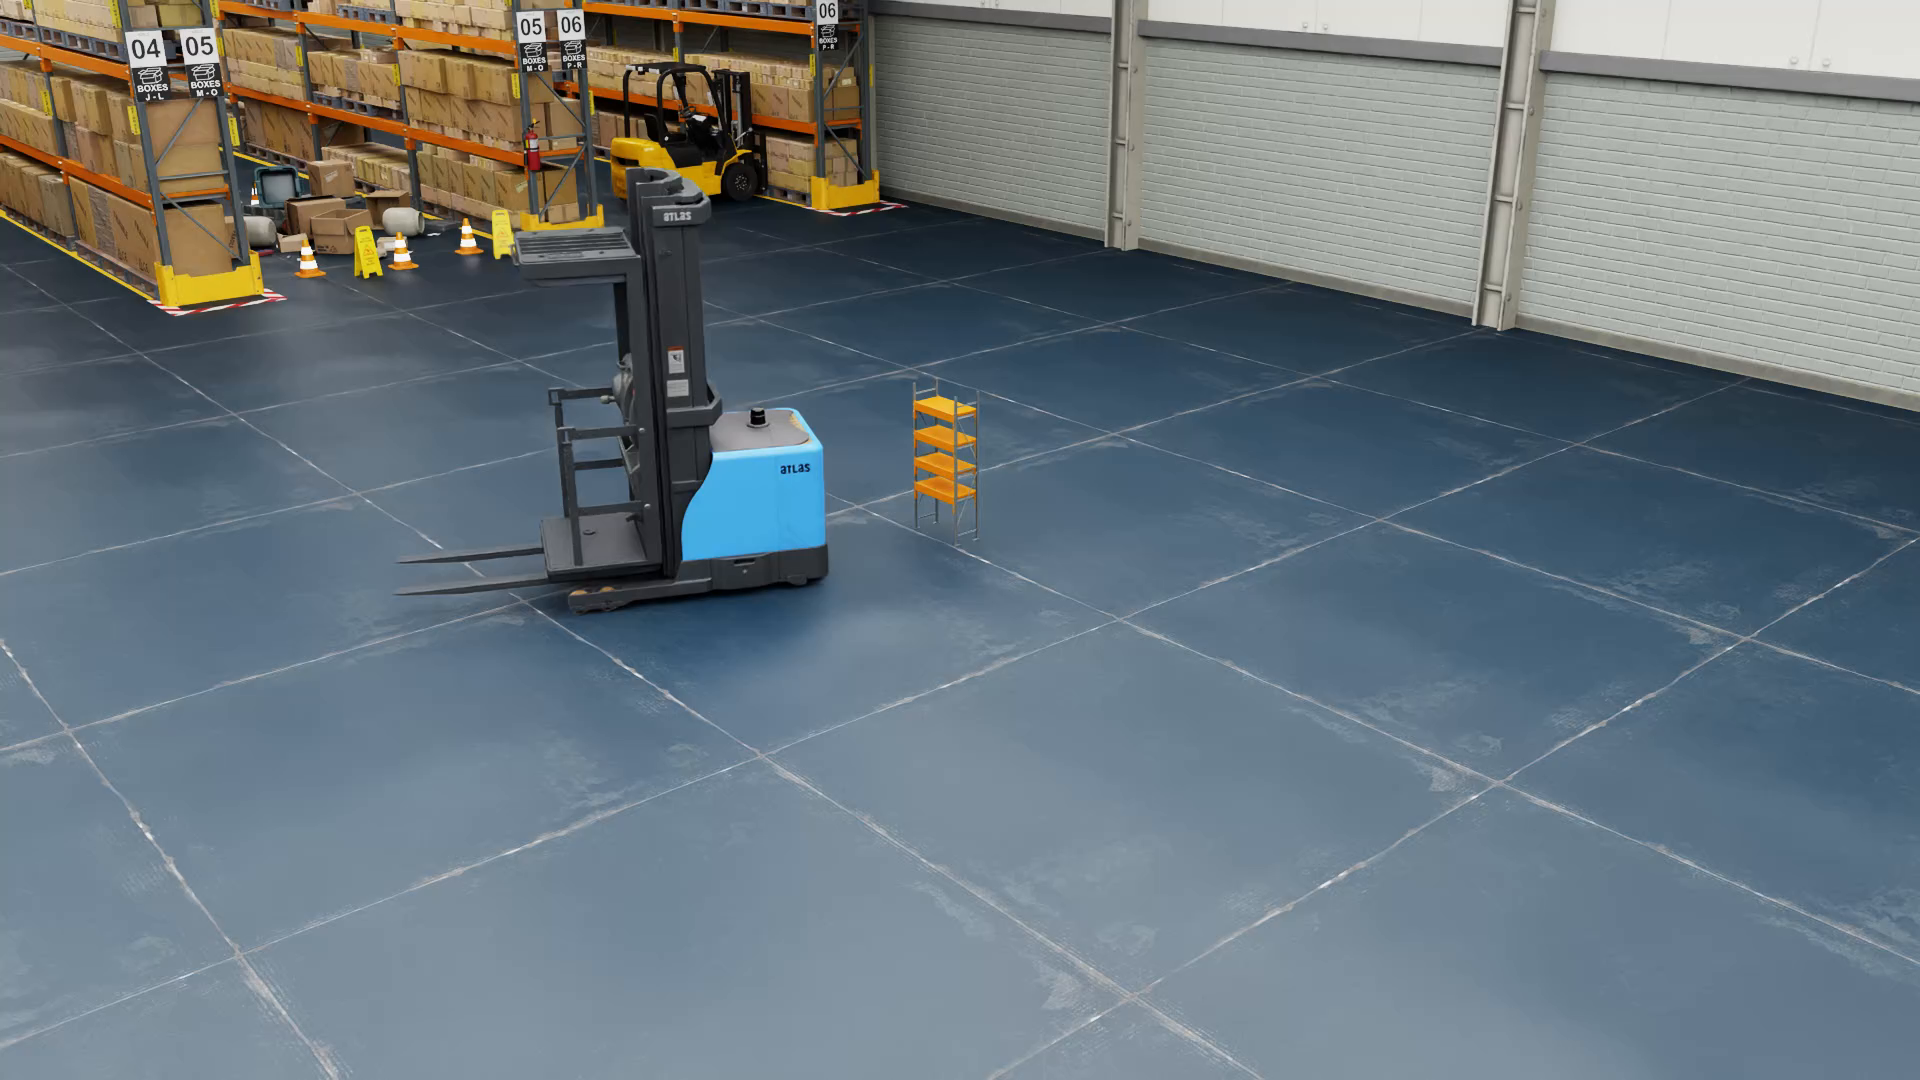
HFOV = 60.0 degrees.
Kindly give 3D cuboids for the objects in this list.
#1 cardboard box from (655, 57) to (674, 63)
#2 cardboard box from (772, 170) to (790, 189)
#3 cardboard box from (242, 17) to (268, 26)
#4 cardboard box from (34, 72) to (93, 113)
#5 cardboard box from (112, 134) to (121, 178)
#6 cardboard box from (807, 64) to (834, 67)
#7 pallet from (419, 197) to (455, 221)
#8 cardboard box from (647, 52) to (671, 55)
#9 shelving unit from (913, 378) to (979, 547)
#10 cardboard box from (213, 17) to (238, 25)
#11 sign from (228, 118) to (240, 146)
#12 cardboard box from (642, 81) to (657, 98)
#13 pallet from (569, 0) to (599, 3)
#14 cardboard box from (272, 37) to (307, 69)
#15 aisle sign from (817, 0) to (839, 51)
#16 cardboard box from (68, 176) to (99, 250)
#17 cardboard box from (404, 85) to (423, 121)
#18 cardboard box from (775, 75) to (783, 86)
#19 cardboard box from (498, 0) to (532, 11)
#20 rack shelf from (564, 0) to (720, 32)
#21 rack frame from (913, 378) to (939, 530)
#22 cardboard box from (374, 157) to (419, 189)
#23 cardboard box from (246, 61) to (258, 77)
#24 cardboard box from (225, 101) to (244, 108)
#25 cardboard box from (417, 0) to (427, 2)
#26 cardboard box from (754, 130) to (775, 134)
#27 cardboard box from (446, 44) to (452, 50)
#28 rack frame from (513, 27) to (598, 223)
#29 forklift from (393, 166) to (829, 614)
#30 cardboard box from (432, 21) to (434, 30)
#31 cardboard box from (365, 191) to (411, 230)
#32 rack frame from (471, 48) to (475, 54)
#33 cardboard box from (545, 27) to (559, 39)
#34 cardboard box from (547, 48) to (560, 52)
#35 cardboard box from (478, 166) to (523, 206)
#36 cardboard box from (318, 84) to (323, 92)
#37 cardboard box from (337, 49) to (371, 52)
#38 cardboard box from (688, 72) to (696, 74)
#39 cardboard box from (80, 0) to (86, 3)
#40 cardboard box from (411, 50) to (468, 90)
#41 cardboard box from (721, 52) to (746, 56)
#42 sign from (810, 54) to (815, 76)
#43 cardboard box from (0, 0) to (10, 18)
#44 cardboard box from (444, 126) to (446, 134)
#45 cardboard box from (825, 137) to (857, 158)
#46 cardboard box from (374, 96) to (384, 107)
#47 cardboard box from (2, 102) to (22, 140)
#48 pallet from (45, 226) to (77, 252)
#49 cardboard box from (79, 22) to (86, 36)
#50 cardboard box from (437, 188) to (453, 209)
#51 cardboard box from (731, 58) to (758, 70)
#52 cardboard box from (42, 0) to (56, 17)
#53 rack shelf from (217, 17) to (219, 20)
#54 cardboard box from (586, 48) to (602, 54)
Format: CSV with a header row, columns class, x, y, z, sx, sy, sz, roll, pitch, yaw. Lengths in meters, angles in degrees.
class,x,y,z,sx,sy,sz,roll,pitch,yaw
cardboard box,-5.156,-8.443,29.400,0.380,0.149,0.250,-17,27,-37
cardboard box,-2.715,-5.910,27.154,0.500,0.250,0.500,-17,27,-37
cardboard box,-13.452,-9.896,31.740,0.380,0.149,0.250,-18,28,-38
cardboard box,-12.570,-6.306,23.463,0.700,0.500,0.500,-18,28,-38
cardboard box,-10.216,-4.904,21.187,0.875,0.550,0.550,-17,27,-37
cardboard box,-2.237,-7.581,26.792,0.380,0.149,0.250,-17,27,-36
pallet,-7.755,-5.247,26.092,1.003,0.211,1.213,-17,27,-37
cardboard box,-5.489,-8.835,30.400,0.380,0.149,0.250,-17,27,-37
shelving unit,-0.108,-0.604,12.882,0.258,1.200,0.503,-17,27,-37
cardboard box,-13.974,-9.855,31.635,0.380,0.149,0.250,-17,27,-36
sign,-8.869,-4.982,20.295,0.100,0.325,0.005,-17,27,-37
cardboard box,-5.322,-8.050,29.630,0.500,0.250,0.500,-18,27,-38
pallet,-6.563,-10.153,30.940,1.213,0.211,1.003,-16,26,-35
cardboard box,-11.708,-8.560,29.219,0.500,0.500,0.500,-17,27,-37
aisle sign,-2.031,-7.923,25.534,0.394,0.787,0.004,-17,27,-37
cardboard box,-11.547,-4.532,22.780,0.875,0.875,0.875,-17,27,-37
cardboard box,-8.144,-6.720,25.483,0.500,0.500,0.500,-18,27,-38
cardboard box,-2.755,-7.399,26.735,0.380,0.149,0.250,-18,27,-38
cardboard box,-6.054,-7.292,22.626,0.380,0.149,0.250,-17,27,-37
rack shelf,-5.768,-9.520,30.050,1.077,0.370,4.000,-17,27,-37
rack frame,-0.267,-0.672,13.054,0.240,1.200,0.015,-17,27,-37
cardboard box,-9.036,-6.037,27.312,0.950,0.372,0.625,-15,26,-34
cardboard box,-12.698,-8.624,30.410,0.500,0.250,0.500,-17,27,-37
cardboard box,-14.943,-8.631,33.846,0.875,0.438,0.875,-17,27,-36
cardboard box,-7.753,-7.990,24.409,0.380,0.149,0.250,-18,27,-38
cardboard box,-3.388,-6.653,27.680,0.500,0.250,0.500,-18,28,-38
cardboard box,-10.540,-10.402,35.227,0.500,0.250,0.500,-17,27,-37
rack frame,-5.609,-5.618,23.214,1.000,3.000,0.127,-17,27,-37
forklift,-2.538,-1.059,11.669,3.031,2.935,1.130,-6,22,-15
cardboard box,-7.529,-7.575,24.443,0.380,0.149,0.250,-19,28,-39
cardboard box,-8.552,-4.940,24.908,0.500,0.500,0.500,0,21,-1
rack frame,-9.684,-10.116,34.698,1.000,3.000,0.127,-17,27,-37
cardboard box,-5.580,-7.066,23.144,0.380,0.149,0.250,-17,27,-37
cardboard box,-8.279,-9.661,32.820,0.797,0.503,0.637,-18,28,-39
cardboard box,-6.673,-5.185,24.275,0.500,0.500,0.500,-16,27,-36
cardboard box,-10.760,-7.772,28.484,0.380,0.149,0.250,-19,29,-40
cardboard box,-10.324,-8.149,28.556,0.500,0.500,0.500,-18,28,-39
cardboard box,-4.454,-8.103,28.534,0.380,0.149,0.250,-18,28,-38
cardboard box,-10.432,-6.597,20.140,0.380,0.149,0.250,-17,27,-37
cardboard box,-7.781,-7.054,24.965,0.700,0.500,0.500,-17,27,-37
cardboard box,-3.893,-8.297,28.620,0.380,0.149,0.250,-18,28,-39
sign,-2.272,-7.324,25.659,0.100,0.325,0.005,-17,27,-37
cardboard box,-13.215,-7.546,23.433,0.500,0.311,0.500,-19,28,-39
cardboard box,-7.524,-6.176,24.984,0.380,0.149,0.250,-18,27,-38
cardboard box,-2.022,-6.359,26.930,0.500,0.250,0.500,-18,28,-38
cardboard box,-9.120,-7.018,26.557,0.380,0.149,0.250,-18,28,-38
cardboard box,-13.764,-6.201,24.565,0.500,0.500,0.500,-17,27,-37
pallet,-12.465,-4.413,23.963,1.003,0.211,1.213,-17,27,-37
cardboard box,-10.596,-6.295,20.463,0.380,0.149,0.250,-17,27,-37
cardboard box,-7.683,-5.266,25.510,0.500,0.250,0.500,-16,26,-34
cardboard box,-3.578,-7.897,27.598,0.380,0.149,0.250,-18,27,-38
cardboard box,-11.467,-6.883,21.417,0.500,0.250,0.500,-18,28,-38
rack shelf,-14.748,-10.547,32.673,1.077,0.370,4.000,-17,27,-37
cardboard box,-6.913,-9.128,31.149,0.380,0.149,0.250,-17,27,-36
